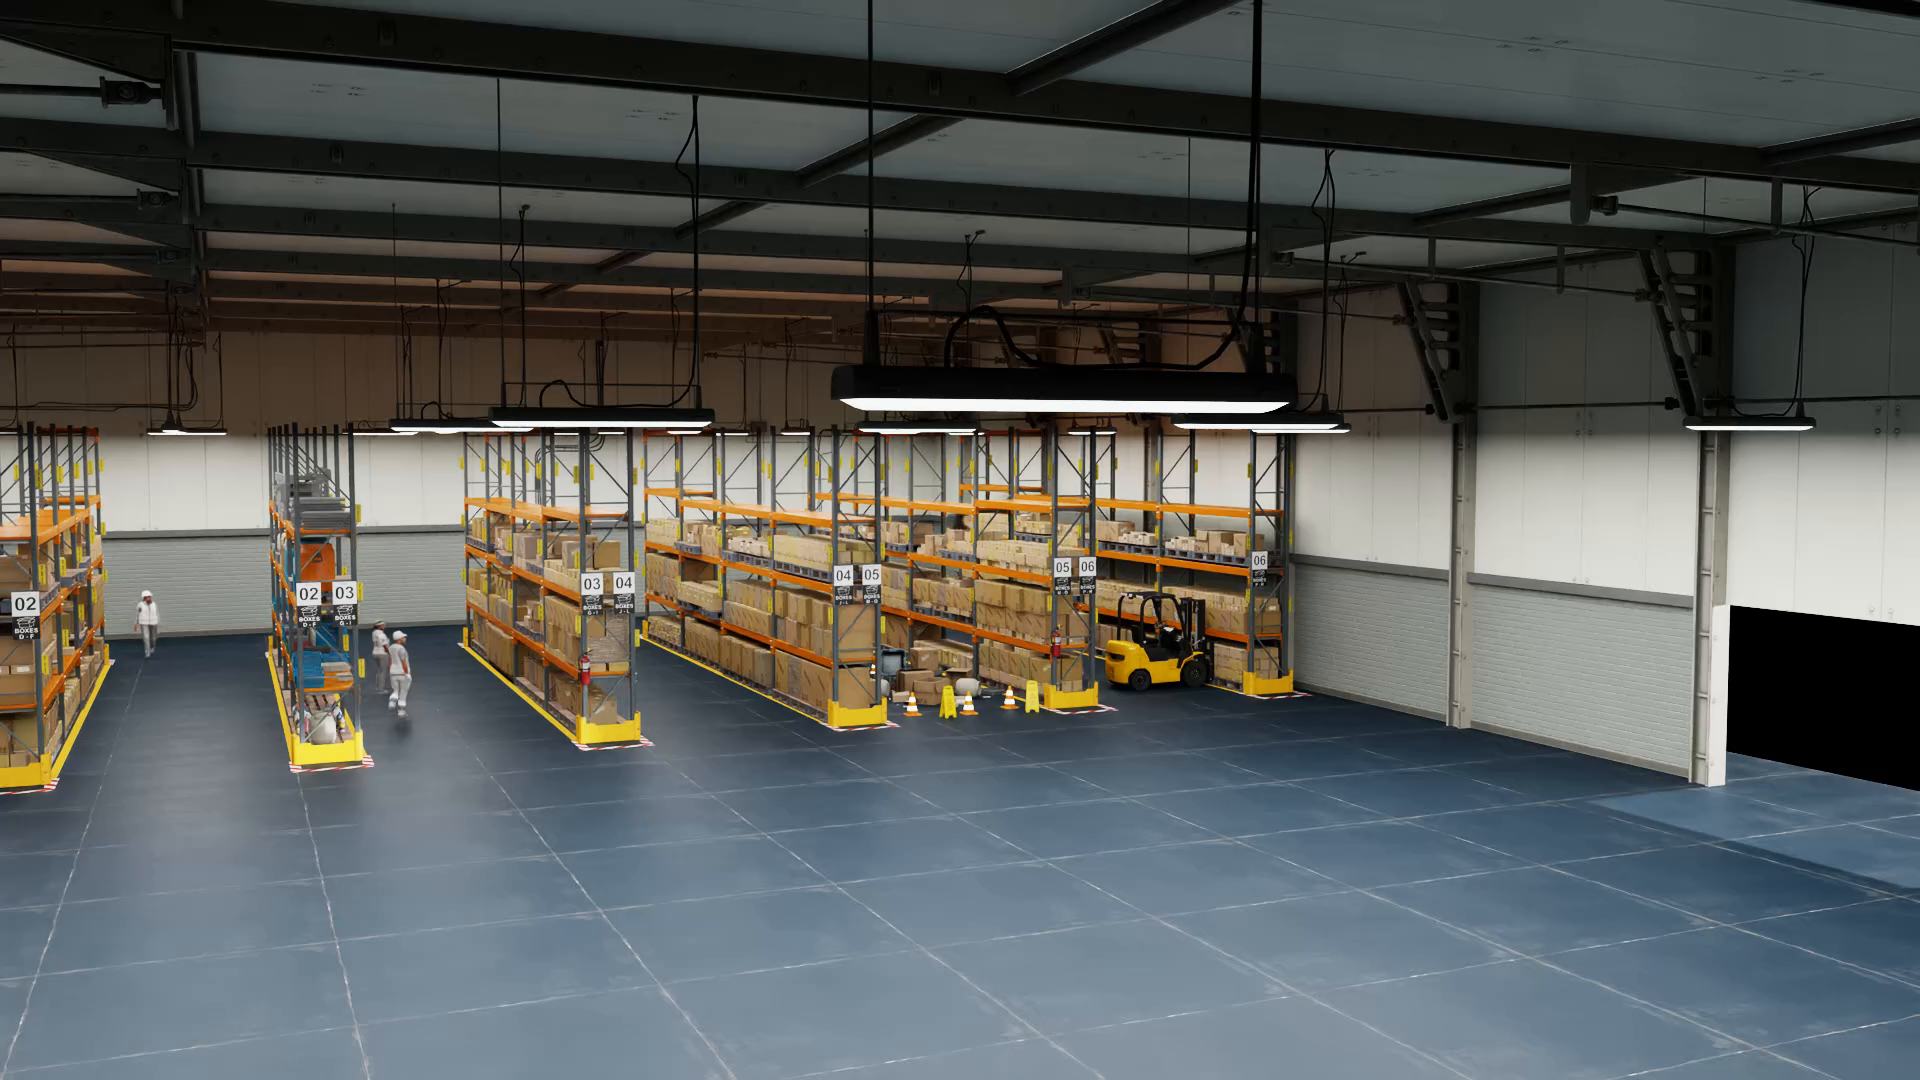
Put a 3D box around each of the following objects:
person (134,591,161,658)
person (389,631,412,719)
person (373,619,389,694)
[{"bbox_3d":[-21.289,2.197,43.559,0.627,1.739,0.956,-2,4,-35],"label":"person"},{"bbox_3d":[-11.430,2.742,33.885,0.541,1.785,0.497,1,4,11],"label":"person"},{"bbox_3d":[-12.904,2.608,37.210,0.516,1.715,0.435,2,4,31],"label":"person"}]
